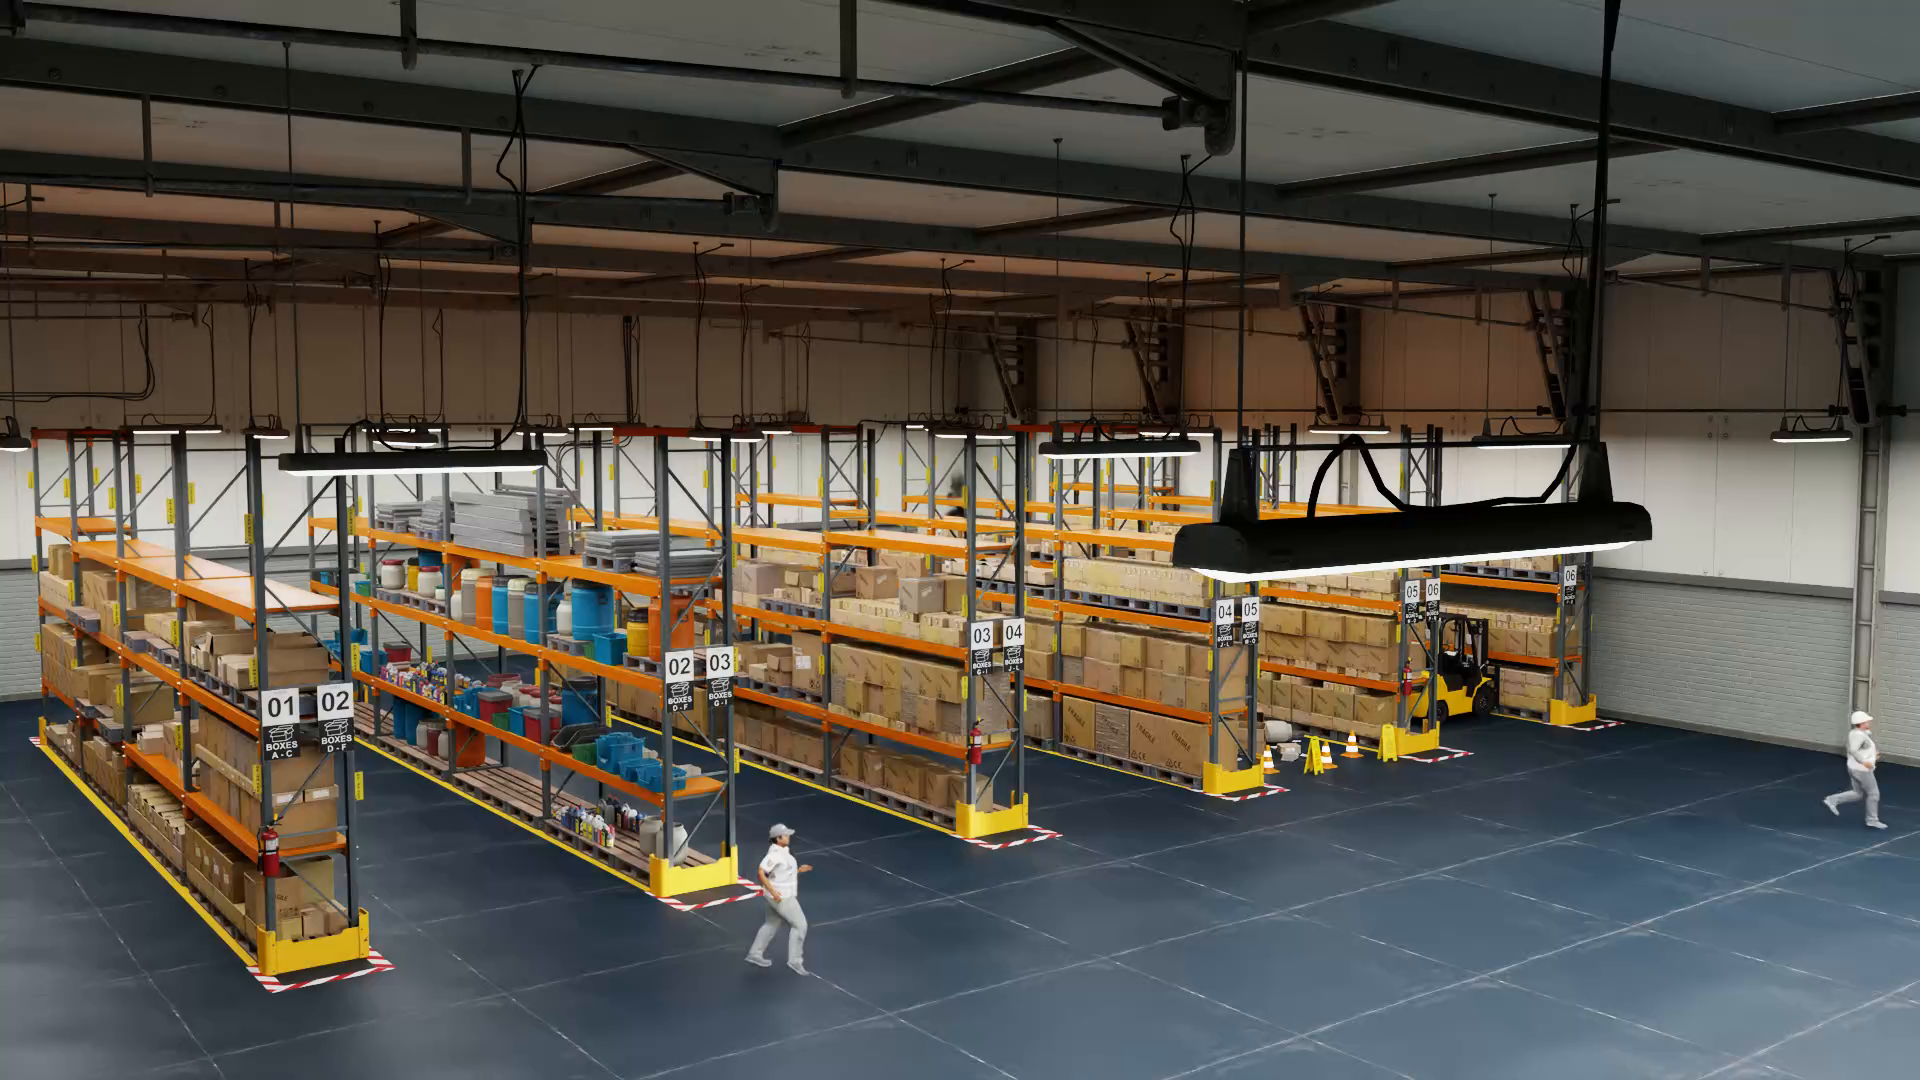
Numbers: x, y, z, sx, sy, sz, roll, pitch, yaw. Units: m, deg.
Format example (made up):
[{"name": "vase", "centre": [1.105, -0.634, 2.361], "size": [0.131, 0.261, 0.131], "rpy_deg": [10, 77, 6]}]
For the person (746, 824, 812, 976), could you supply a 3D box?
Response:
[{"name": "person", "centre": [-2.029, 4.043, 18.653], "size": [0.753, 1.732, 0.581], "rpy_deg": [-1, 5, -11]}]

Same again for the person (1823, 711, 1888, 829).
[{"name": "person", "centre": [13.633, 3.482, 25.243], "size": [0.880, 1.772, 0.662], "rpy_deg": [1, 5, 14]}]

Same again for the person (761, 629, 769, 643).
[{"name": "person", "centre": [-4.870, 2.220, 41.907], "size": [0.838, 1.607, 0.531], "rpy_deg": [-4, 6, -44]}]
